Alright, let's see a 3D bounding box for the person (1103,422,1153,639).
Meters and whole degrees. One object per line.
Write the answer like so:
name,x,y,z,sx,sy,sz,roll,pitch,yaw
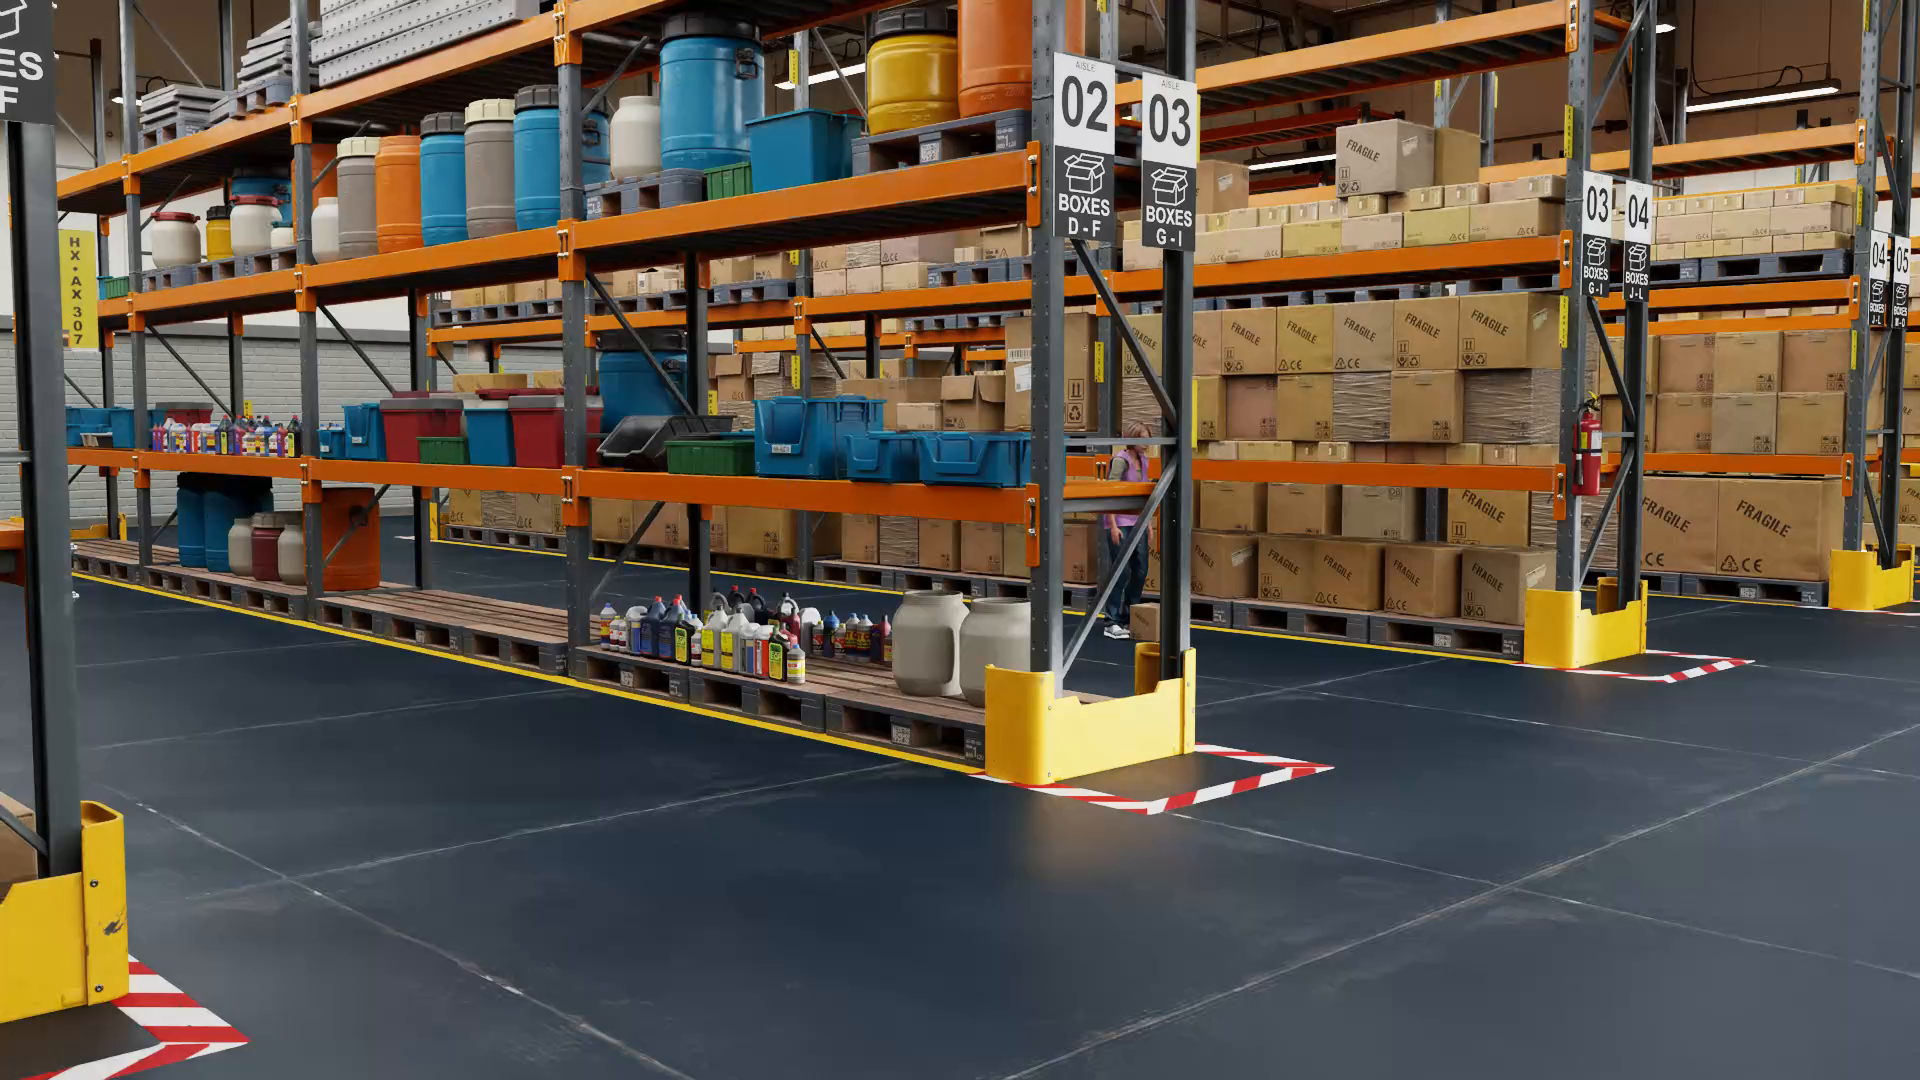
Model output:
person,1.252,-0.078,12.355,0.460,1.593,0.344,-4,6,-43
